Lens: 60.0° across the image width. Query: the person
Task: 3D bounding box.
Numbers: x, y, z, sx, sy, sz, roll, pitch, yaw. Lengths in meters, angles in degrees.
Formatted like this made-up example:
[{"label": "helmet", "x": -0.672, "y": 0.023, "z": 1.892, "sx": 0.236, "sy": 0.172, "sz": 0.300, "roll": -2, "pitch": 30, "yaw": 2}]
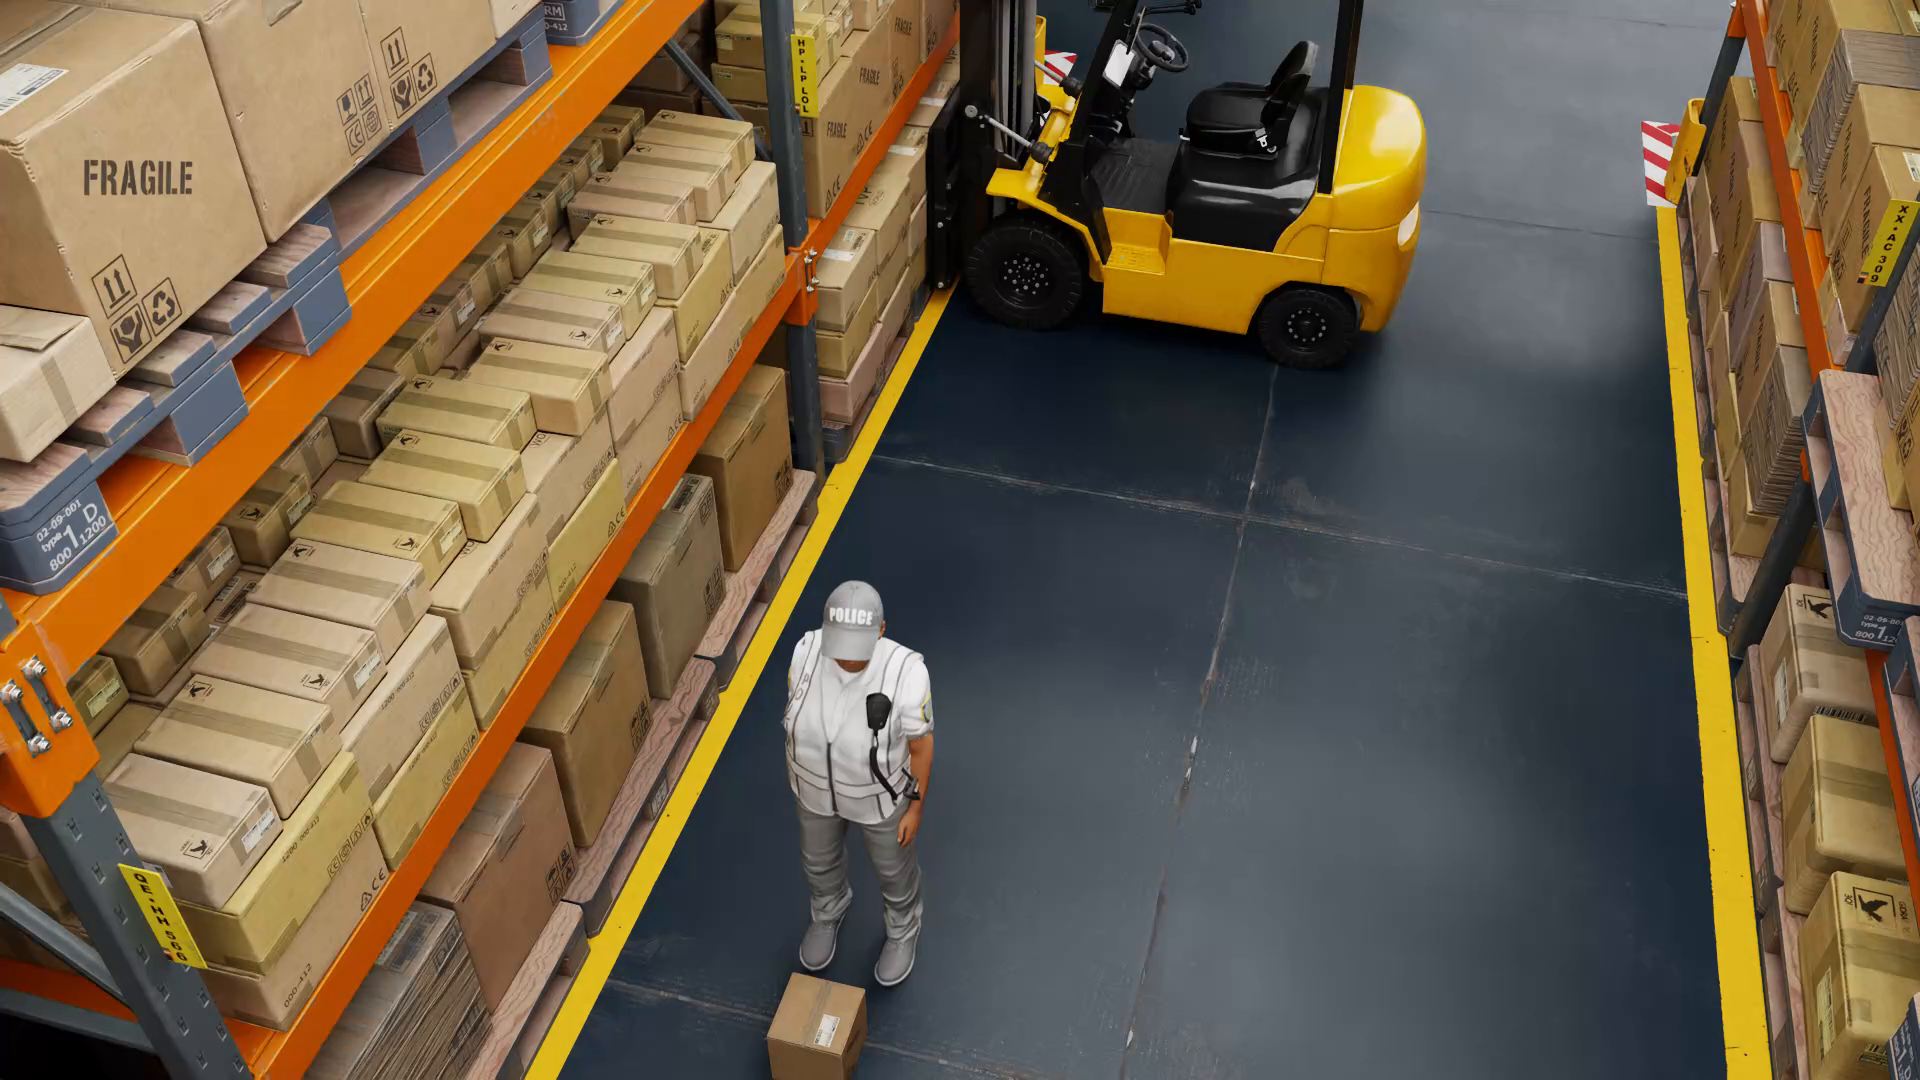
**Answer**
[{"label": "person", "x": -0.314, "y": 0.785, "z": 5.266, "sx": 0.471, "sy": 1.667, "sz": 0.390, "roll": 12, "pitch": 43, "yaw": 13}]
